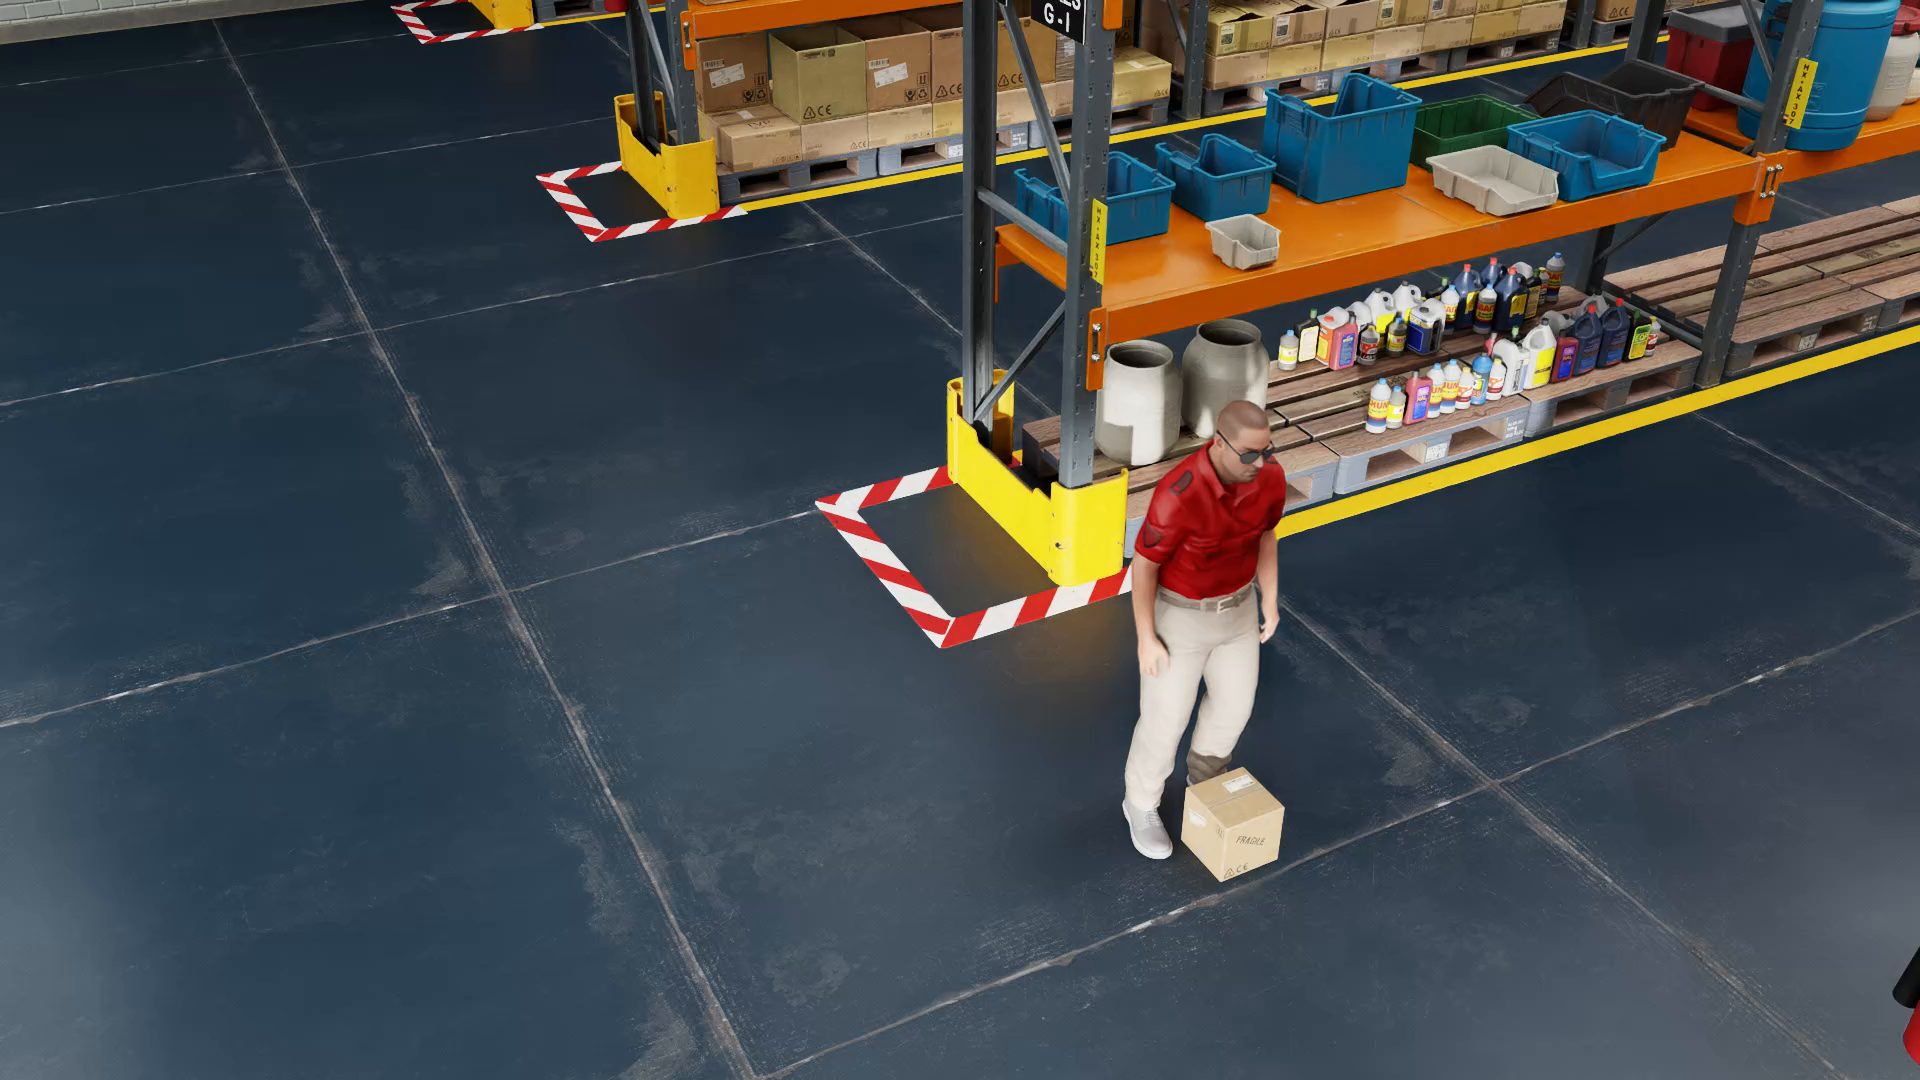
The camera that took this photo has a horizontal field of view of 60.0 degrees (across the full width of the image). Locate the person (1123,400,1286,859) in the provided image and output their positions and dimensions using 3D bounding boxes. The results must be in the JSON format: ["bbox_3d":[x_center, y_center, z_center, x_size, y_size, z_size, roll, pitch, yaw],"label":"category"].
[{"bbox_3d":[0.849,0.273,5.728,0.587,1.726,0.389,-16,36,-23],"label":"person"}]
